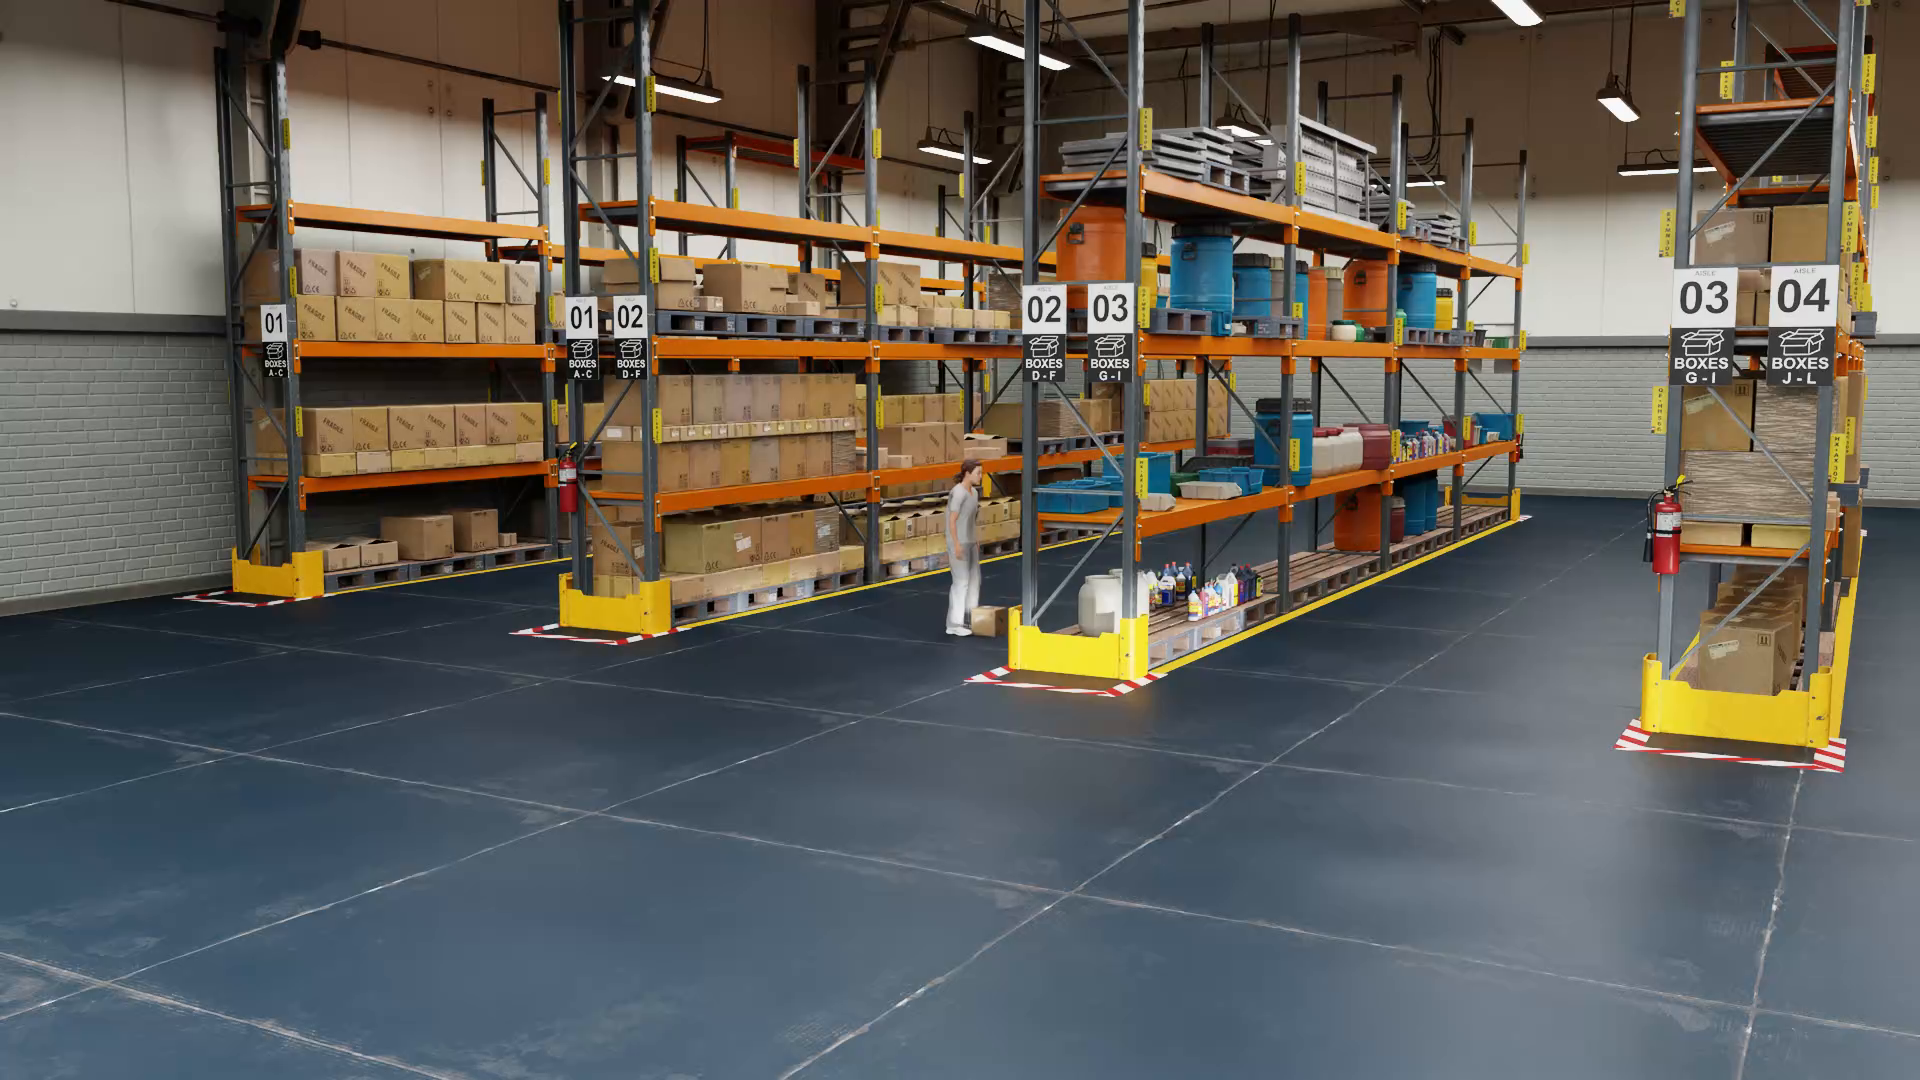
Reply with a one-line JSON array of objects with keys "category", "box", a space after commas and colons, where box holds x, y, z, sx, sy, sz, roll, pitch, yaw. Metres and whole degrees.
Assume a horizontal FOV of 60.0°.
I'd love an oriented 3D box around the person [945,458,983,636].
[{"category": "person", "box": [0.052, 0.052, 15.843, 0.363, 1.671, 0.502, 3, 7, 26]}]
